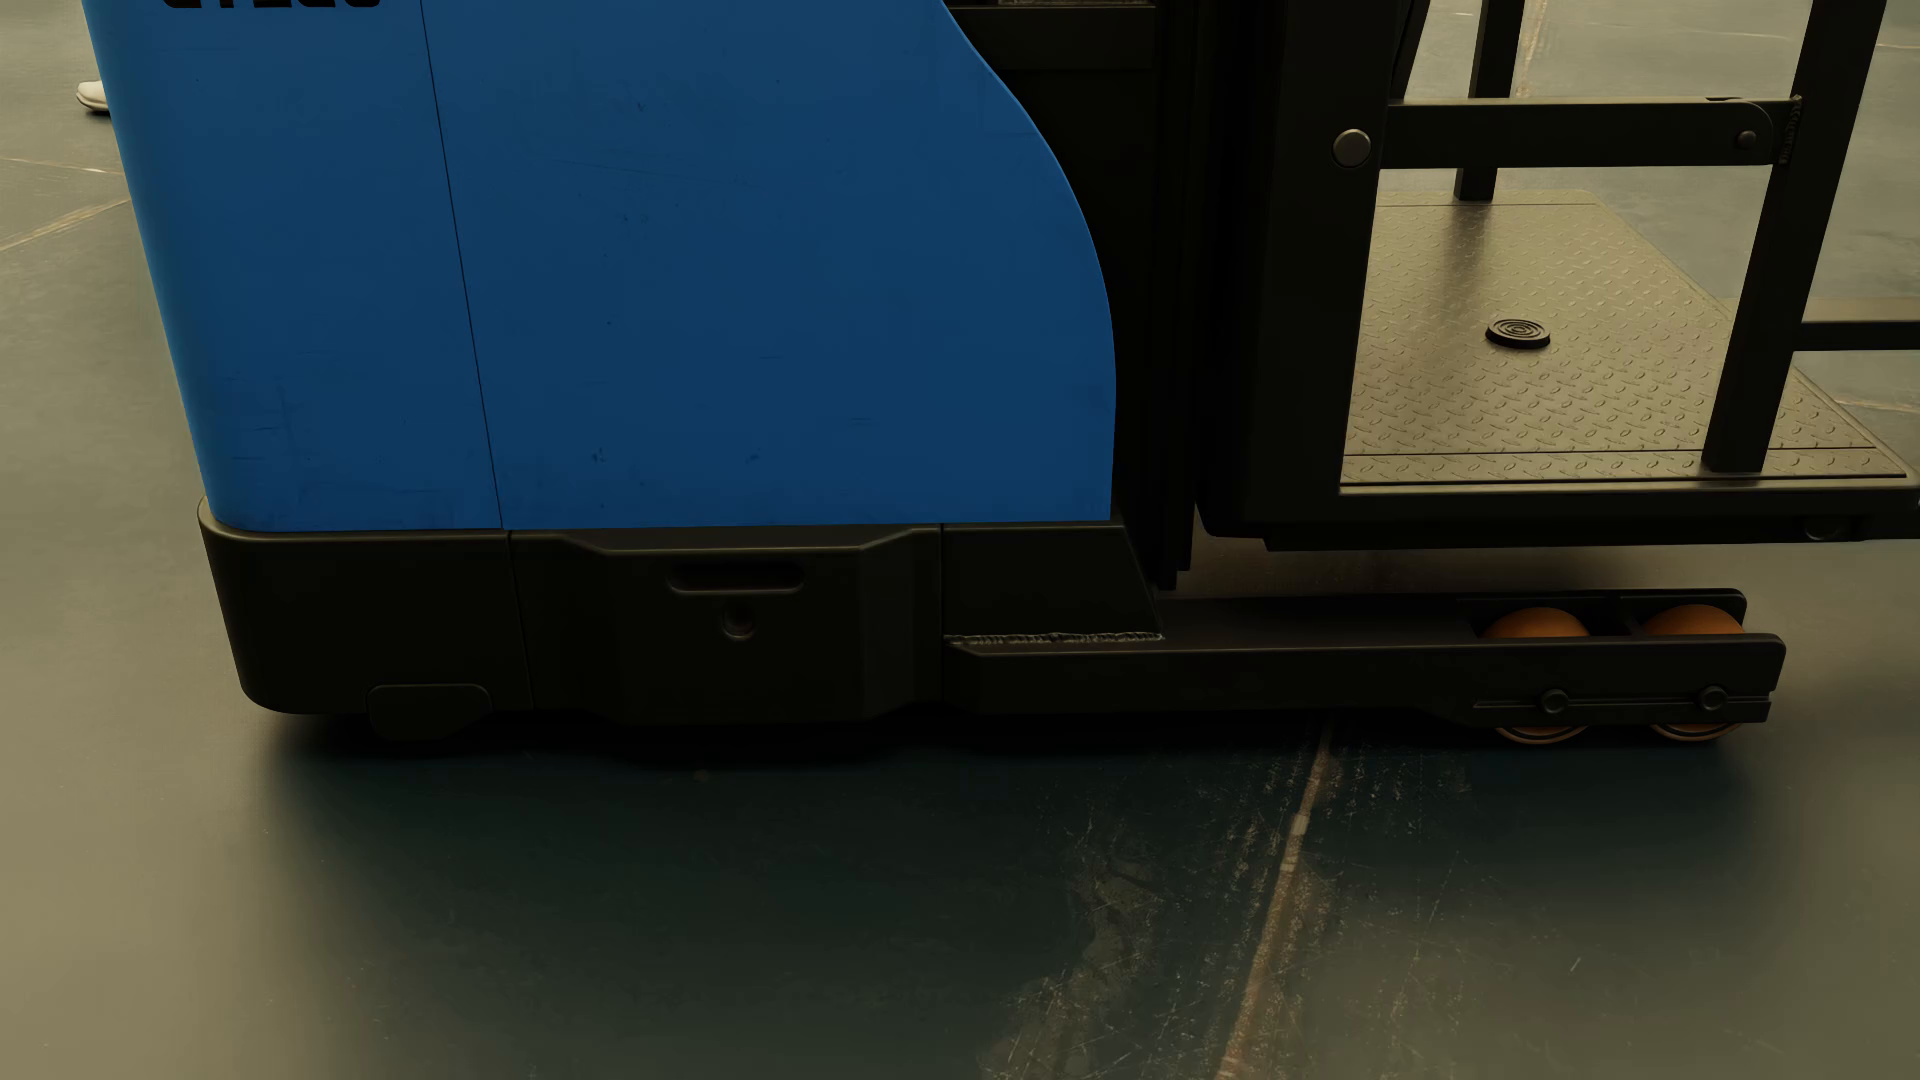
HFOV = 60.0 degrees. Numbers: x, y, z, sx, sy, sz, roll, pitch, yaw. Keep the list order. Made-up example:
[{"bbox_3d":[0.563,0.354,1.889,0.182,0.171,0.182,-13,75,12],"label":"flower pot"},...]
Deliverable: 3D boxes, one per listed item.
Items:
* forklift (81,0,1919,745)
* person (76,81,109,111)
[{"bbox_3d":[0.608,-1.285,1.795,3.031,2.935,1.130,-1,30,-2],"label":"forklift"},{"bbox_3d":[-2.253,-1.975,4.168,0.575,1.780,0.656,12,32,19],"label":"person"}]
